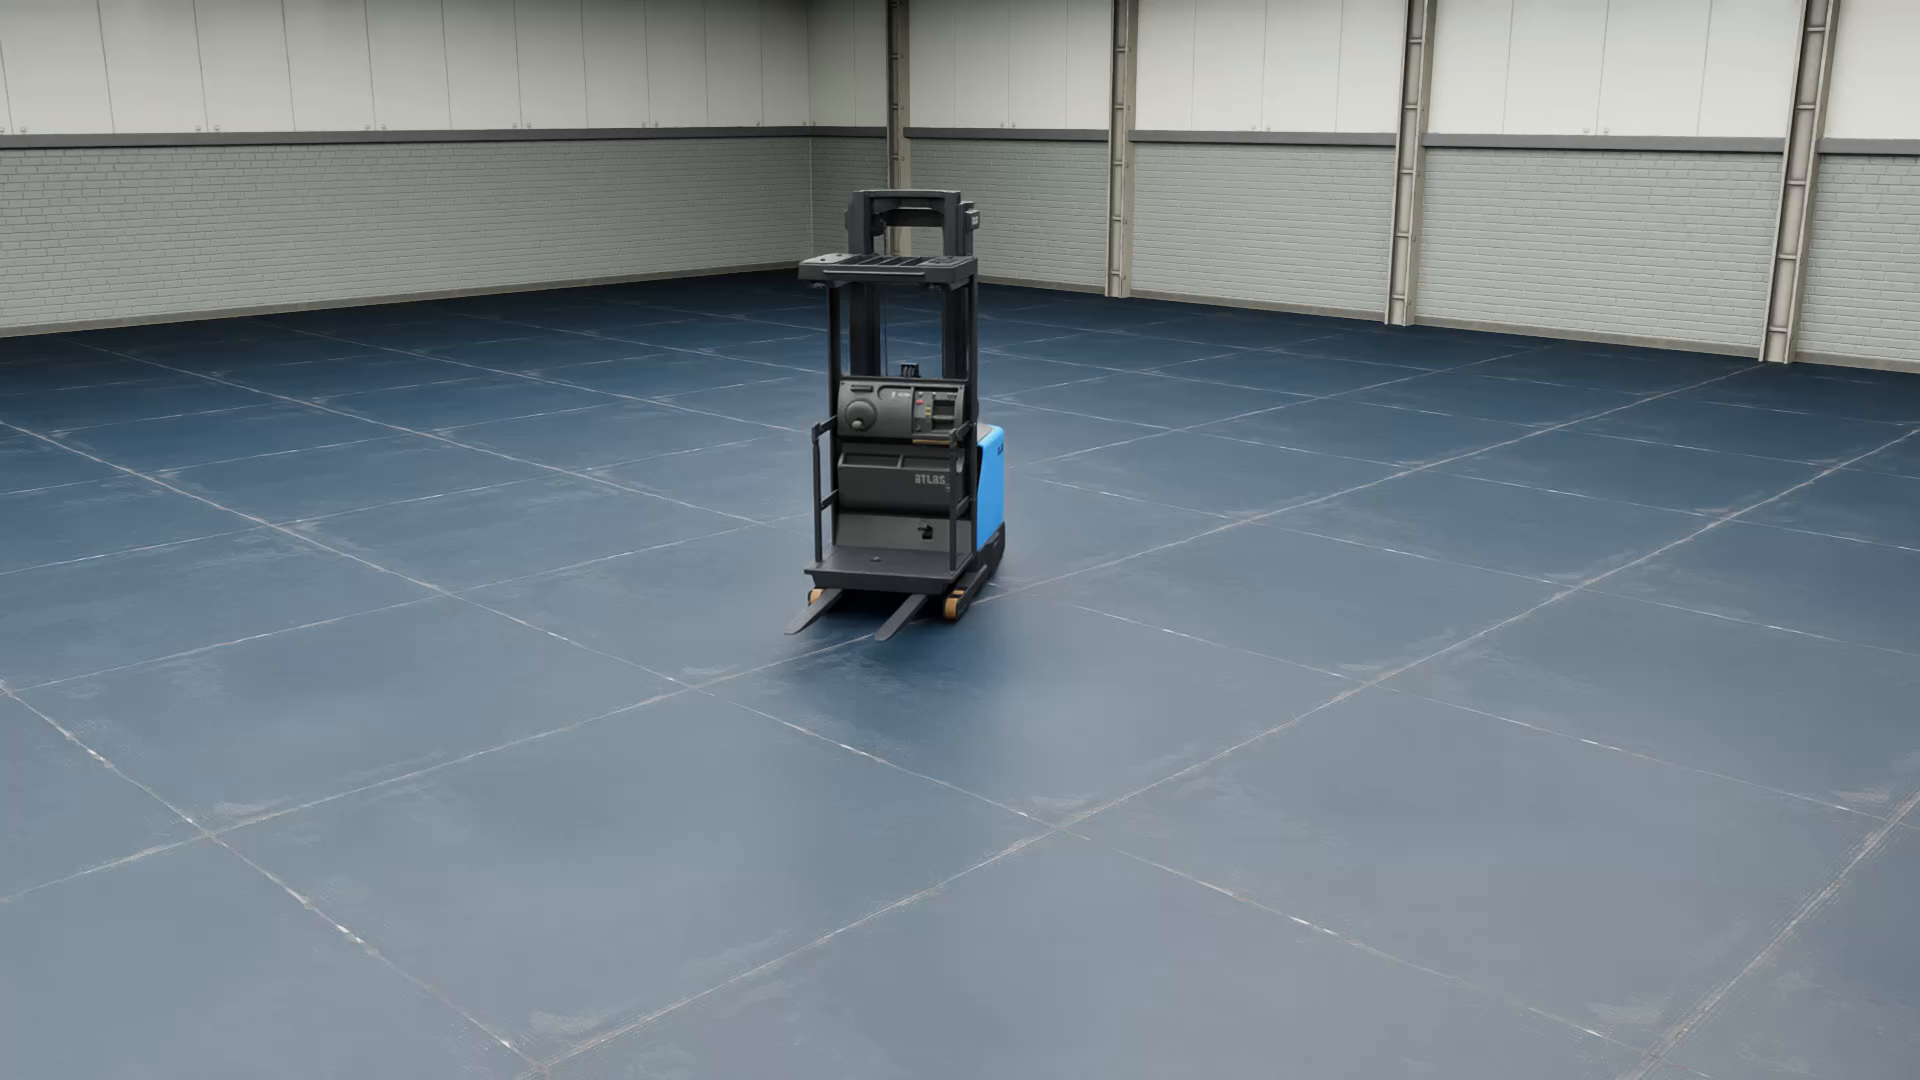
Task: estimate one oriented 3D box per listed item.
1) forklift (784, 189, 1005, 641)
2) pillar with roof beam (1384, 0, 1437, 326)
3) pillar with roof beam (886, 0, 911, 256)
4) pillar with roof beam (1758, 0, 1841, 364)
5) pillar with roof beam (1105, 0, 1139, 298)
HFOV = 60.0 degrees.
[{"bbox_3d":[-0.471,-0.953,11.776,1.130,2.935,3.031,3,15,13],"label":"forklift"},{"bbox_3d":[4.354,-7.180,23.640,0.400,9.000,9.100,14,20,42],"label":"pillar with roof beam"},{"bbox_3d":[-4.285,-9.280,31.700,0.400,9.000,9.100,14,20,42],"label":"pillar with roof beam"},{"bbox_3d":[8.673,-6.130,19.610,0.400,9.000,9.100,14,20,42],"label":"pillar with roof beam"},{"bbox_3d":[0.034,-8.230,27.670,0.400,9.000,9.100,14,20,42],"label":"pillar with roof beam"}]
